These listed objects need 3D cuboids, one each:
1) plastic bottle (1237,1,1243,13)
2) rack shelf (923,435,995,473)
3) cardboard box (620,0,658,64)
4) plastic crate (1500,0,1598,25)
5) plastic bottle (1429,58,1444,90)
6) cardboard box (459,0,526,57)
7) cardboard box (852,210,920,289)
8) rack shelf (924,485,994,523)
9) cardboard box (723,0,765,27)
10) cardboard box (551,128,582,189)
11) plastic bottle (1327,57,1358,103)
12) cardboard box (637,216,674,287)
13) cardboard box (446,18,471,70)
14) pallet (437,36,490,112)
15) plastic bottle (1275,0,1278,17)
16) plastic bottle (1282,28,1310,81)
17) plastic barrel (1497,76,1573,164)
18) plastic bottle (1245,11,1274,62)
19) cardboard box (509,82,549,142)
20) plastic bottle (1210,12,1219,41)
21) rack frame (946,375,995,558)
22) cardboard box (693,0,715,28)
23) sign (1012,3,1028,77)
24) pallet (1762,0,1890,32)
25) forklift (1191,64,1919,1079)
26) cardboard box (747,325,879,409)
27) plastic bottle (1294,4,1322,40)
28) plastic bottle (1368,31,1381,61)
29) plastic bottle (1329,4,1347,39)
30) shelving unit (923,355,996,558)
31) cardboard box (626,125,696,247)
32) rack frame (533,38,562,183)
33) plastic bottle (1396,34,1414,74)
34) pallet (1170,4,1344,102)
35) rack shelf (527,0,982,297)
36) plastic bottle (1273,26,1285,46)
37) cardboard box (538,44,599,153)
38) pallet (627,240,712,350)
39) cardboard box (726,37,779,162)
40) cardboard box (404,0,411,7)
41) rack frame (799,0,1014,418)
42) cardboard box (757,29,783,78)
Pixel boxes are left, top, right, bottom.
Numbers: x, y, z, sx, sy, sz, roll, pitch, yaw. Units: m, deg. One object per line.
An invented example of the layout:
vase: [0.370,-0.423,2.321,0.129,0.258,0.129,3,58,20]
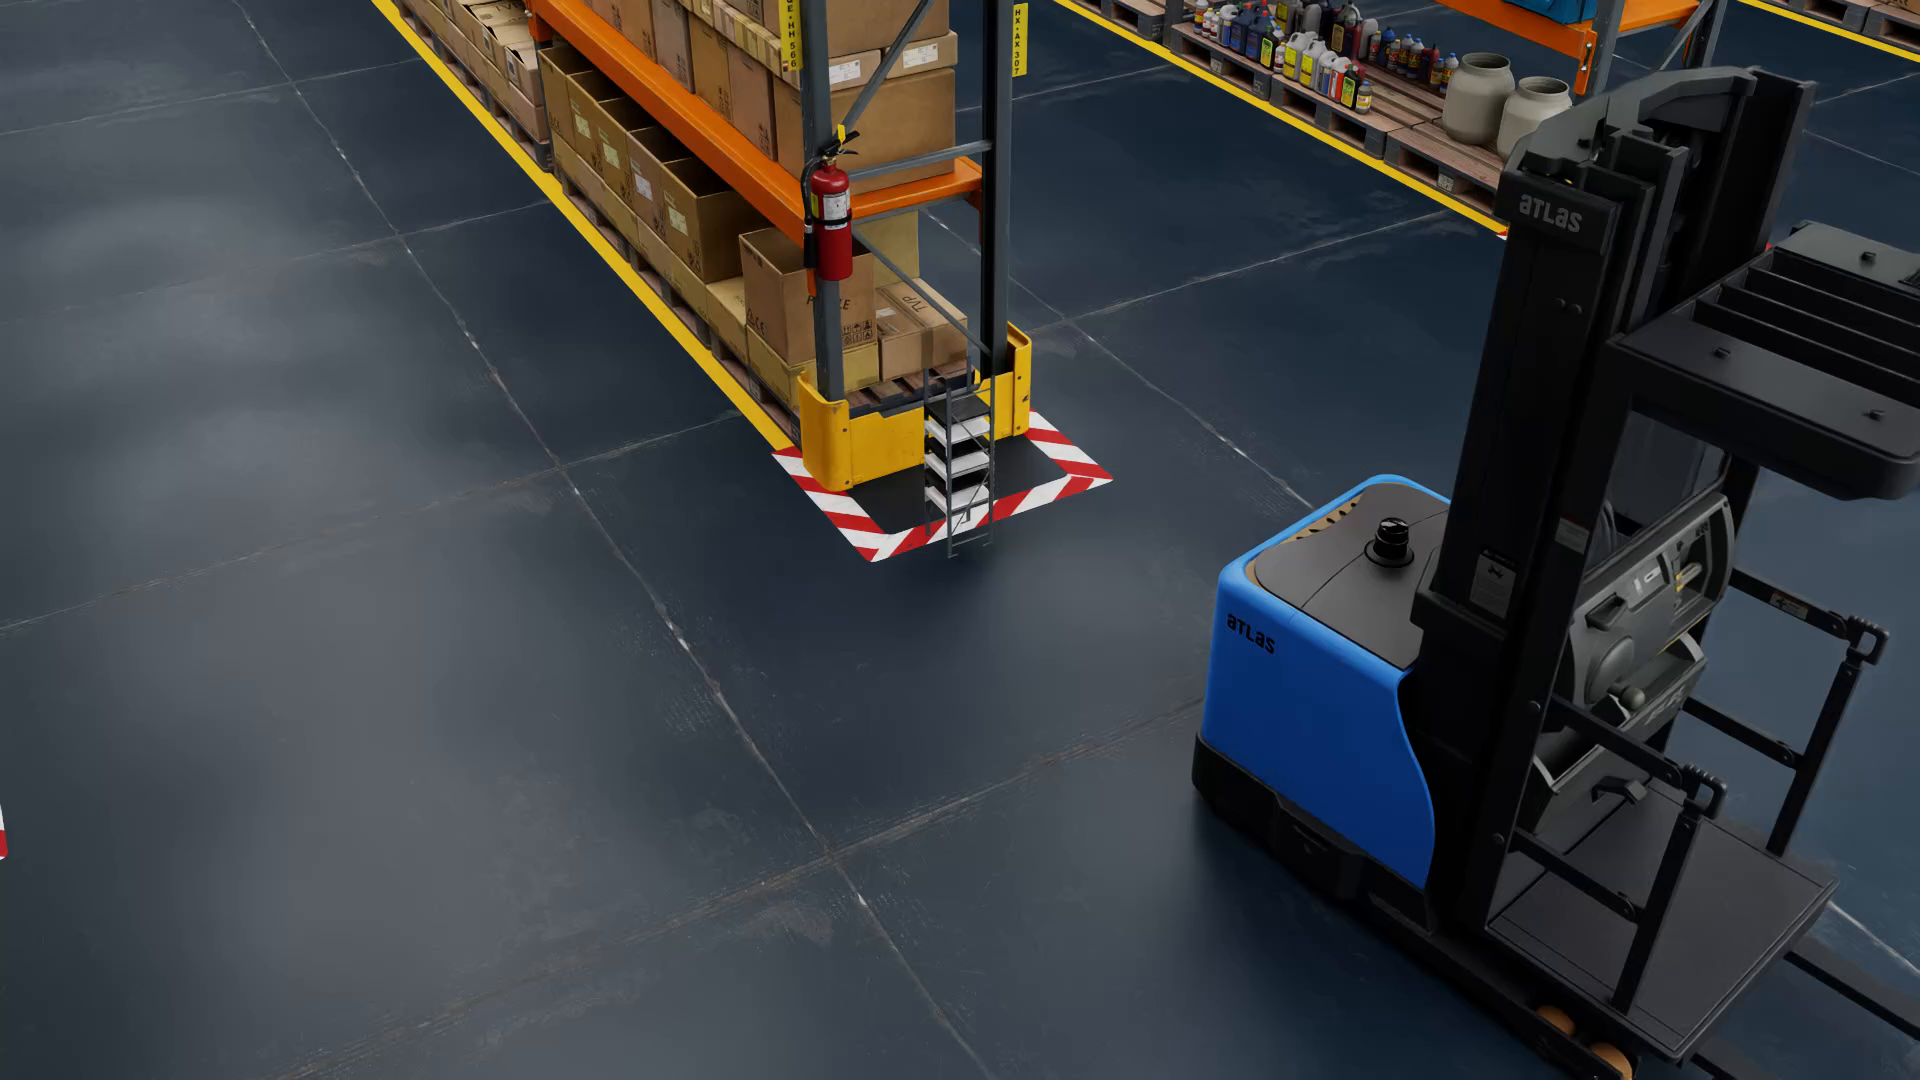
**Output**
plastic bottle: [2.109,-3.873,12.439,0.061,0.283,0.133,-19,40,-24]
rack shelf: [-0.004,-0.413,7.457,0.258,0.077,0.200,-19,40,-24]
cardboard box: [-1.487,-3.035,9.278,0.700,0.500,0.500,-18,40,-23]
plastic crate: [3.550,-3.276,9.818,0.499,0.251,0.616,-19,40,-24]
plastic bottle: [3.367,-3.287,11.706,0.097,0.201,0.097,0,36,0]
cardboard box: [-3.201,-3.669,11.730,0.500,0.311,0.500,-19,40,-24]
cardboard box: [-0.554,-1.659,8.818,0.500,0.500,0.500,-19,40,-24]
rack shelf: [-0.004,-0.195,7.616,0.258,0.077,0.200,-19,40,-24]
cardboard box: [-0.744,-2.803,7.860,0.700,0.500,0.500,-20,41,-25]
cardboard box: [-2.263,-2.476,10.572,0.500,0.250,0.500,-19,40,-24]
plastic bottle: [2.655,-3.190,11.511,0.152,0.276,0.135,-19,40,-24]
cardboard box: [-1.513,-1.710,9.523,0.500,0.250,0.500,-19,40,-24]
cardboard box: [-3.458,-3.707,12.258,0.500,0.250,0.500,-18,40,-23]
pallet: [-3.255,-3.604,12.506,1.003,0.211,1.213,-19,40,-24]
plastic bottle: [2.502,-4.164,12.908,0.097,0.201,0.097,0,36,0]
plastic bottle: [2.406,-3.470,11.830,0.144,0.351,0.185,-19,40,-24]
plastic barrel: [3.663,-2.647,10.585,0.421,0.512,0.421,0,36,0]
plastic bottle: [2.192,-3.686,12.127,0.144,0.351,0.185,-21,41,-26]
cardboard box: [-2.693,-2.928,11.191,0.500,0.250,0.500,-19,40,-24]
plastic bottle: [1.934,-3.861,12.492,0.097,0.201,0.097,0,36,0]
rack frame: [0.047,-0.316,7.419,0.240,0.900,0.006,-19,40,-24]
cardboard box: [-1.099,-2.670,8.228,0.380,0.149,0.250,-18,40,-23]
sign: [0.258,-2.246,7.481,0.100,0.325,0.005,-19,40,-24]
pallet: [7.318,-4.596,13.864,1.003,0.211,1.213,-19,40,-24]
forklift: [2.242,0.248,4.926,1.130,2.935,3.031,-28,44,-32]
cardboard box: [-0.749,-0.949,8.481,0.500,0.250,0.500,-19,40,-24]
plastic bottle: [2.604,-3.889,12.468,0.152,0.276,0.135,-19,40,-24]
plastic bottle: [3.043,-3.615,12.156,0.097,0.201,0.097,0,36,0]
plastic bottle: [2.838,-3.878,12.447,0.061,0.283,0.133,-16,39,-21]
shelving unit: [-0.004,-0.367,7.490,0.258,0.900,0.210,-19,40,-24]
cardboard box: [-1.516,-2.012,9.301,0.500,0.500,0.500,-19,40,-24]
rack frame: [-2.234,-3.743,10.332,1.000,3.000,0.127,-19,40,-24]
plastic bottle: [3.196,-3.488,11.923,0.097,0.271,0.097,0,36,0]
pallet: [2.352,-3.728,12.676,1.003,0.211,1.213,-19,40,-24]
rack shelf: [-1.229,-2.433,9.148,1.077,0.370,4.000,-19,40,-24]
plastic bottle: [2.298,-3.590,12.063,0.097,0.271,0.097,0,36,0]
cardboard box: [-2.272,-2.776,10.347,0.500,0.500,0.500,-19,40,-24]
pallet: [-1.254,-1.577,9.729,1.003,0.211,1.213,-19,40,-24]
cardboard box: [-0.716,-2.252,8.206,0.700,0.500,0.500,-18,40,-23]
cardboard box: [-4.235,-4.488,13.327,0.500,0.250,0.500,-19,40,-24]
rack frame: [-0.225,-1.704,7.539,1.000,3.000,0.127,-19,40,-24]
cardboard box: [-0.714,-2.277,7.690,0.380,0.149,0.250,-18,40,-23]
